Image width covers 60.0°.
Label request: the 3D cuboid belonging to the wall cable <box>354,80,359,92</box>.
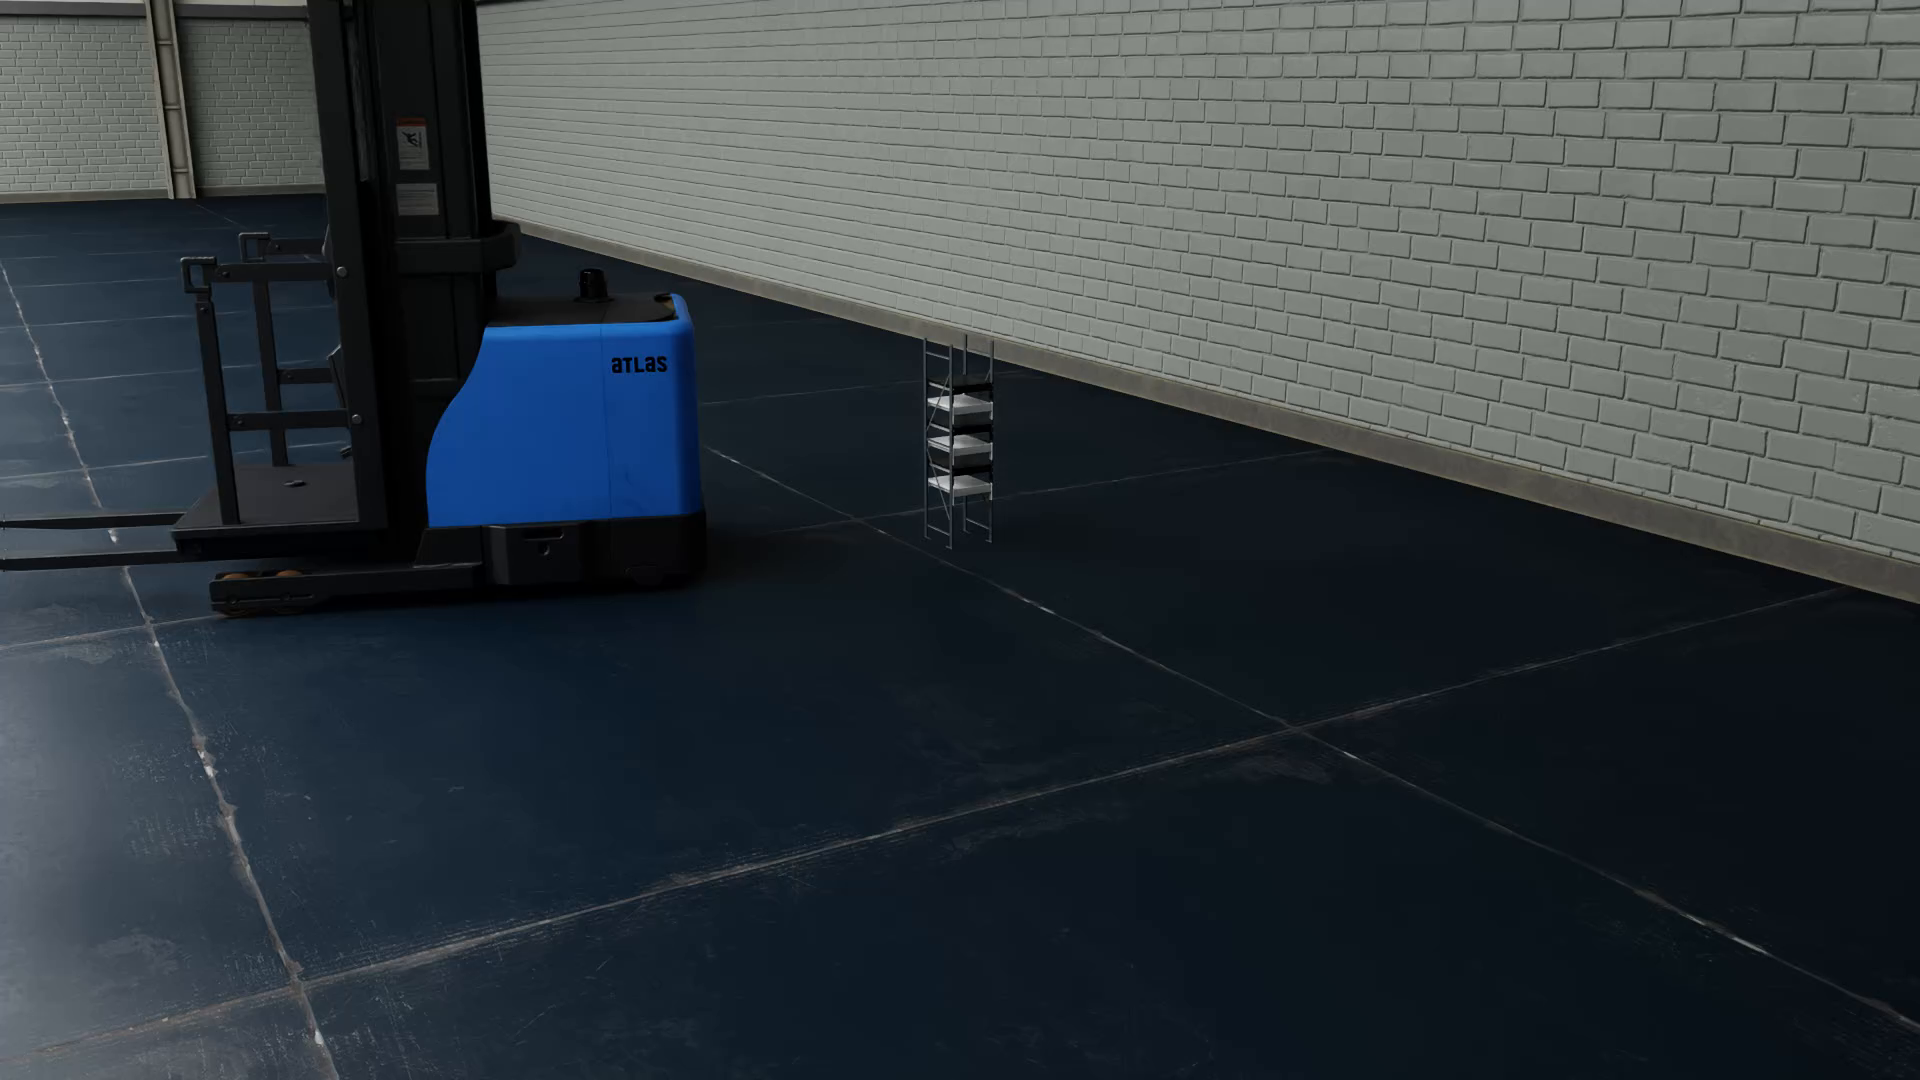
[{"bbox_3d":[-9.802,-8.663,27.395,0.112,2.526,3.097,-9,18,-30],"label":"wall cable"}]

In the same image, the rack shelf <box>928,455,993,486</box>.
[{"bbox_3d":[-0.007,-0.313,7.318,0.200,0.077,0.258,-9,18,-30],"label":"rack shelf"}]

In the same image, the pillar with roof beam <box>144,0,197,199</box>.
[{"bbox_3d":[-10.791,-9.059,23.053,0.400,9.000,9.100,-9,18,-30],"label":"pillar with roof beam"}]

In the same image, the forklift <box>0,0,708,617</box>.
[{"bbox_3d":[-2.595,-1.271,6.513,3.031,2.935,1.130,-3,16,-11],"label":"forklift"}]

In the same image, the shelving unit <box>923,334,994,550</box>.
[{"bbox_3d":[-0.007,-0.432,7.284,0.210,0.900,0.258,-9,18,-30],"label":"shelving unit"}]

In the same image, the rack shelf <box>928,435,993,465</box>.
[{"bbox_3d":[-0.007,-0.400,7.293,0.200,0.077,0.258,-9,18,-30],"label":"rack shelf"}]

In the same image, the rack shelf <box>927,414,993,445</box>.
[{"bbox_3d":[-0.007,-0.487,7.269,0.200,0.077,0.258,-9,18,-30],"label":"rack shelf"}]

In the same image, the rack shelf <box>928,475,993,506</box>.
[{"bbox_3d":[-0.007,-0.227,7.342,0.200,0.077,0.258,-9,18,-30],"label":"rack shelf"}]

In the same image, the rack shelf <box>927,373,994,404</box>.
[{"bbox_3d":[-0.007,-0.660,7.220,0.200,0.077,0.258,-9,18,-30],"label":"rack shelf"}]

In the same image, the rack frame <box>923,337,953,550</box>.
[{"bbox_3d":[-0.094,-0.418,7.234,0.006,0.900,0.240,-9,18,-30],"label":"rack frame"}]

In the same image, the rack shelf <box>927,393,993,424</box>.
[{"bbox_3d":[-0.007,-0.573,7.245,0.200,0.077,0.258,-9,18,-30],"label":"rack shelf"}]

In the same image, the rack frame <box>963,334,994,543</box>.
[{"bbox_3d":[0.080,-0.446,7.335,0.006,0.900,0.240,-9,18,-30],"label":"rack frame"}]
